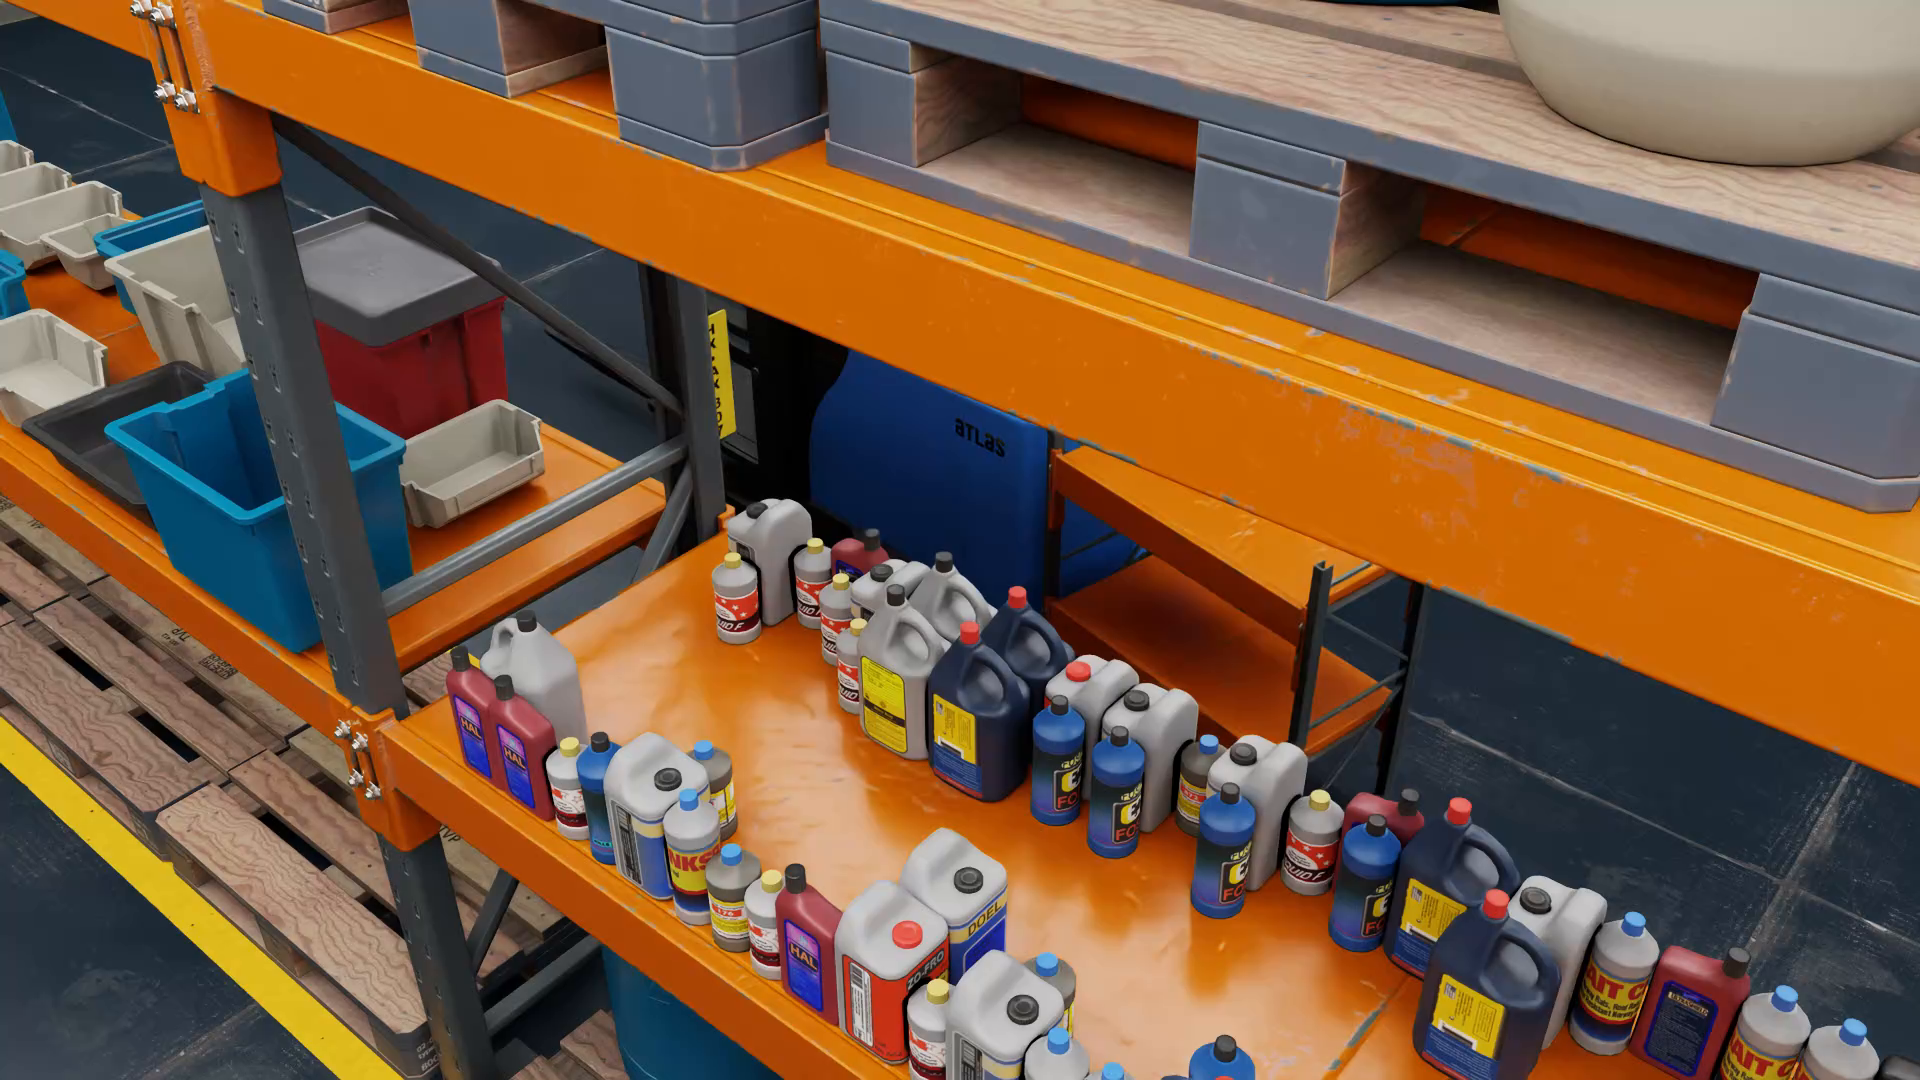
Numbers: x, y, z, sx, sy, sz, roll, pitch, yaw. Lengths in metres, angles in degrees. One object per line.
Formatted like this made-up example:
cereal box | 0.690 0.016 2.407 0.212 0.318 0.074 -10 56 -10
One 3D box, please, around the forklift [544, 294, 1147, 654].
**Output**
forklift | -0.493 -1.480 5.816 3.031 2.935 1.130 29 44 35

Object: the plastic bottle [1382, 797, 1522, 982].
plastic bottle | 0.833 0.584 2.794 0.185 0.351 0.144 25 42 32

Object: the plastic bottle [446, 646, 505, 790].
plastic bottle | -0.921 0.340 3.208 0.133 0.283 0.061 25 42 32

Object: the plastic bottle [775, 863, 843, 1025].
plastic bottle | -0.238 0.662 2.739 0.133 0.283 0.061 25 42 32

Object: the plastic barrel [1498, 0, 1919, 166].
plastic barrel | 0.686 -0.619 1.362 0.433 0.535 0.433 0 34 0

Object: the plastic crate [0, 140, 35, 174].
plastic crate | -3.261 -1.174 5.490 0.243 0.136 0.396 25 42 32

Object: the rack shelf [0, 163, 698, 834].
rack shelf | -2.466 -0.454 4.897 4.000 0.370 1.077 25 42 32

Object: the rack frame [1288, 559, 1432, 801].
rack frame | 1.092 0.447 4.606 0.500 1.125 0.032 -24 41 -31

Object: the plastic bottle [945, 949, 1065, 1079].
plastic bottle | 0.072 0.778 2.577 0.135 0.276 0.152 25 42 32

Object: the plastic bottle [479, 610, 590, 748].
plastic bottle | -0.835 0.277 3.240 0.185 0.351 0.144 25 42 32

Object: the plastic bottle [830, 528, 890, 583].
plastic bottle | -0.213 0.088 3.575 0.133 0.283 0.061 25 42 32

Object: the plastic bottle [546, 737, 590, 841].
plastic bottle | -0.718 0.456 3.111 0.097 0.201 0.097 0 34 0

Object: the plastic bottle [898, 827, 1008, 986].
plastic bottle | -0.009 0.628 2.796 0.135 0.276 0.152 25 42 32

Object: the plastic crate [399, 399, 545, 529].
plastic crate | -1.196 -0.173 4.032 0.243 0.136 0.396 25 42 32

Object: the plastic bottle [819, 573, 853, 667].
plastic bottle | -0.249 0.163 3.539 0.097 0.201 0.097 0 34 0

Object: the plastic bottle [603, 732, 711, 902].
plastic bottle | -0.536 0.491 2.995 0.135 0.276 0.152 25 42 32

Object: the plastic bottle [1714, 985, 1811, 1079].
plastic bottle | 1.237 0.790 2.564 0.097 0.271 0.097 0 34 0

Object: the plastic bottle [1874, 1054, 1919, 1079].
plastic bottle | 1.412 0.854 2.460 0.133 0.283 0.061 25 42 32

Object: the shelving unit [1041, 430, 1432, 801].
shelving unit | 0.777 0.221 4.935 0.538 1.125 1.048 -24 41 -31

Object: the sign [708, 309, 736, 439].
sign | -0.576 -0.379 3.907 0.005 0.325 0.100 25 42 32

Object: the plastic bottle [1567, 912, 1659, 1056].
plastic bottle | 1.060 0.706 2.686 0.097 0.271 0.097 0 34 0

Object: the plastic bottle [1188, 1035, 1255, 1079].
plastic bottle | 0.386 0.842 2.489 0.097 0.271 0.097 0 34 0

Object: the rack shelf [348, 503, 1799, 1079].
rack shelf | 0.608 0.995 2.787 4.000 0.370 1.077 25 42 32

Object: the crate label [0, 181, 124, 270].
crate label | -2.818 -0.973 5.197 0.243 0.136 0.396 25 42 32

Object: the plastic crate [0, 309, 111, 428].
plastic crate | -2.460 -0.442 4.424 0.466 0.136 0.293 25 42 32

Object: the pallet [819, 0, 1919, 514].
pallet | 0.609 -0.534 1.895 1.213 0.211 1.003 25 42 32

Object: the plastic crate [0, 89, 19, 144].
plastic crate | -3.627 -1.474 5.663 0.499 0.435 0.616 25 42 32

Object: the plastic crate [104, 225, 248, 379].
plastic crate | -1.985 -0.635 4.577 0.530 0.282 0.437 25 42 32

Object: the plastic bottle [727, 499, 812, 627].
plastic bottle | -0.420 0.027 3.670 0.135 0.276 0.152 25 42 32

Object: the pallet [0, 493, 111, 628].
pallet | -3.395 -0.010 6.078 1.213 0.211 1.003 25 42 32

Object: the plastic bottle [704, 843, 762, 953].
plastic bottle | -0.390 0.611 2.886 0.097 0.201 0.097 0 34 0

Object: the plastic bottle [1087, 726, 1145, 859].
plastic bottle | 0.287 0.454 3.053 0.097 0.271 0.097 0 34 0

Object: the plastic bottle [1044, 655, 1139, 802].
plastic bottle | 0.249 0.342 3.212 0.135 0.276 0.152 25 42 32

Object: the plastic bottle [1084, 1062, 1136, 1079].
plastic bottle | 0.219 0.869 2.449 0.097 0.271 0.097 0 34 0

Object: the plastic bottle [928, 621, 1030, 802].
plastic bottle | 0.036 0.315 3.186 0.185 0.351 0.144 25 42 32

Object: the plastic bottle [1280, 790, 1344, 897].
plastic bottle | 0.637 0.536 2.996 0.097 0.201 0.097 0 34 0

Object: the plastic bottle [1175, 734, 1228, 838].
plastic bottle | 0.459 0.452 3.118 0.097 0.201 0.097 0 34 0

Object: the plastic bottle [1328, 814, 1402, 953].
plastic bottle | 0.701 0.582 2.867 0.097 0.271 0.097 0 34 0

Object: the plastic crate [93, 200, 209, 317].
plastic crate | -2.261 -0.798 4.858 0.300 0.233 0.416 25 42 32

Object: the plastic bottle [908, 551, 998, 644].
plastic bottle | -0.014 0.185 3.375 0.185 0.351 0.144 25 42 32

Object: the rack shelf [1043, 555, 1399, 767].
rack shelf | 0.777 0.422 5.073 0.538 0.278 1.000 -24 41 -31

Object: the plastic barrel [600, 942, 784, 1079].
plastic barrel | -0.522 0.870 3.816 0.708 0.901 0.600 25 42 32

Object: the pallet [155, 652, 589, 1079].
pallet | -1.519 0.874 4.791 1.213 0.211 1.003 25 42 32
